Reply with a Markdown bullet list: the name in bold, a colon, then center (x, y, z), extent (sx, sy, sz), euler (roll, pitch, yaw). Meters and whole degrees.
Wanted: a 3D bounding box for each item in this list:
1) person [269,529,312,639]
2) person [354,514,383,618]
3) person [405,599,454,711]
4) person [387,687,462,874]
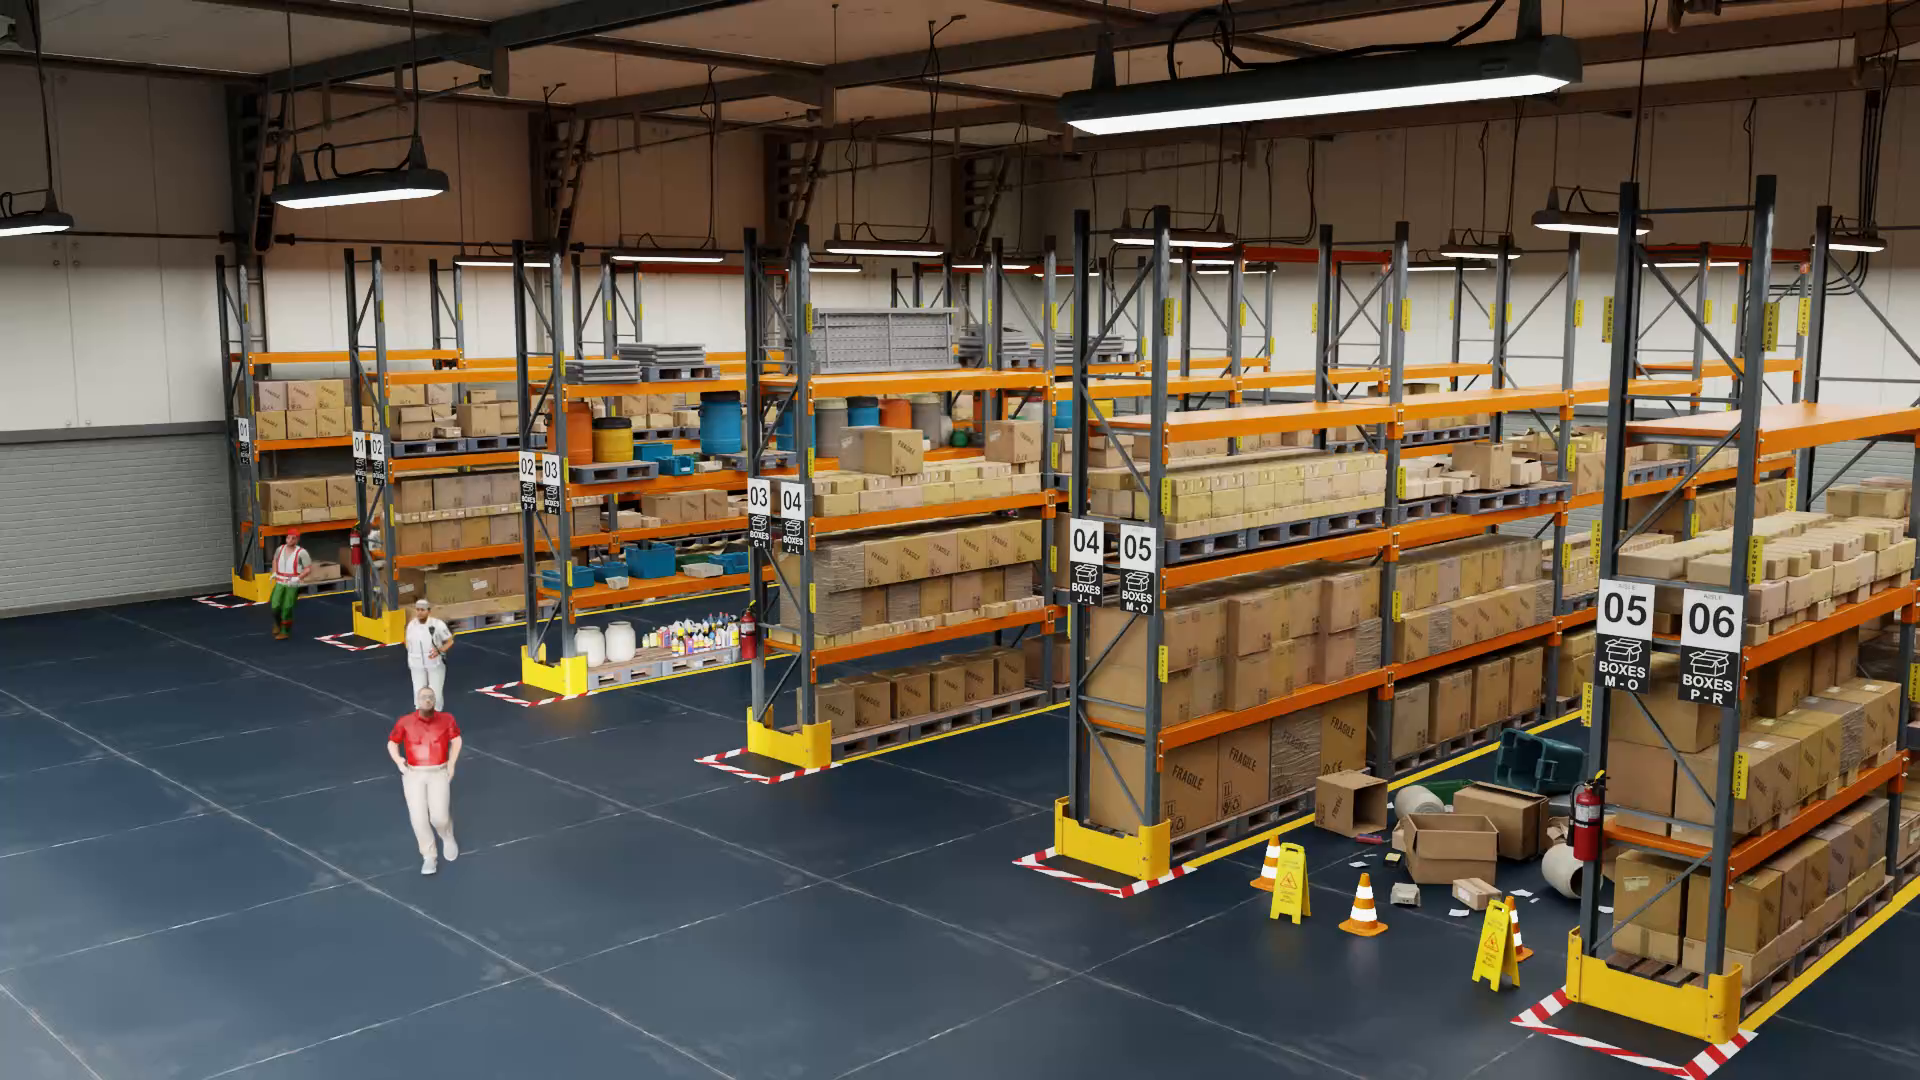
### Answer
- **person**: center (-10.340, 0.686, 25.593), extent (0.710, 1.730, 0.544), euler (0, 8, -1)
- **person**: center (-9.720, 0.425, 27.469), extent (0.711, 1.741, 0.630), euler (5, 9, 30)
- **person**: center (-6.397, 1.533, 20.023), extent (0.604, 1.673, 0.799), euler (-1, 8, -5)
- **person**: center (-4.937, 2.192, 15.265), extent (0.580, 1.663, 0.559), euler (-3, 9, -18)
